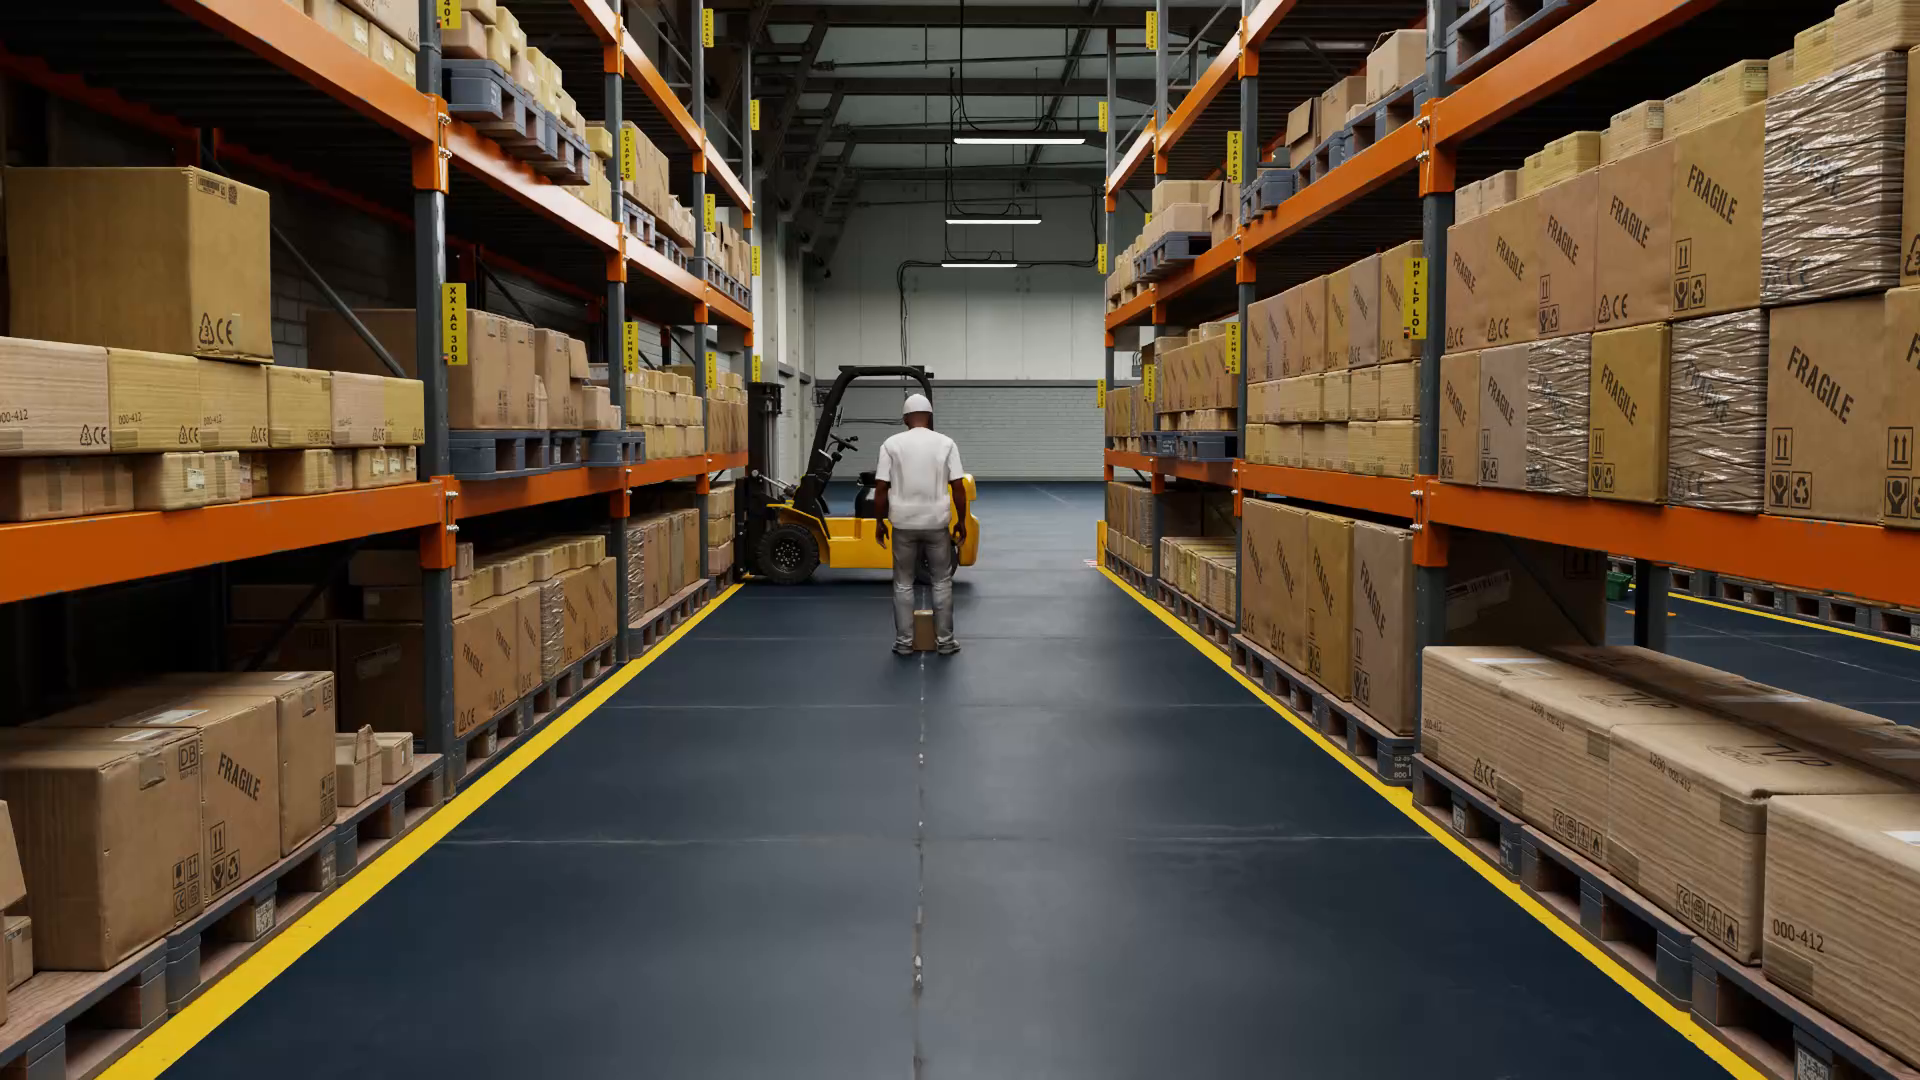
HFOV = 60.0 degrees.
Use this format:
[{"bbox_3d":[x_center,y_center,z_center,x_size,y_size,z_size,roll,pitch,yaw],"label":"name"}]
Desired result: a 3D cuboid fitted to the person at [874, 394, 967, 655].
[{"bbox_3d":[-0.266,-0.110,11.290,0.627,1.760,0.460,0,4,-1],"label":"person"}]
